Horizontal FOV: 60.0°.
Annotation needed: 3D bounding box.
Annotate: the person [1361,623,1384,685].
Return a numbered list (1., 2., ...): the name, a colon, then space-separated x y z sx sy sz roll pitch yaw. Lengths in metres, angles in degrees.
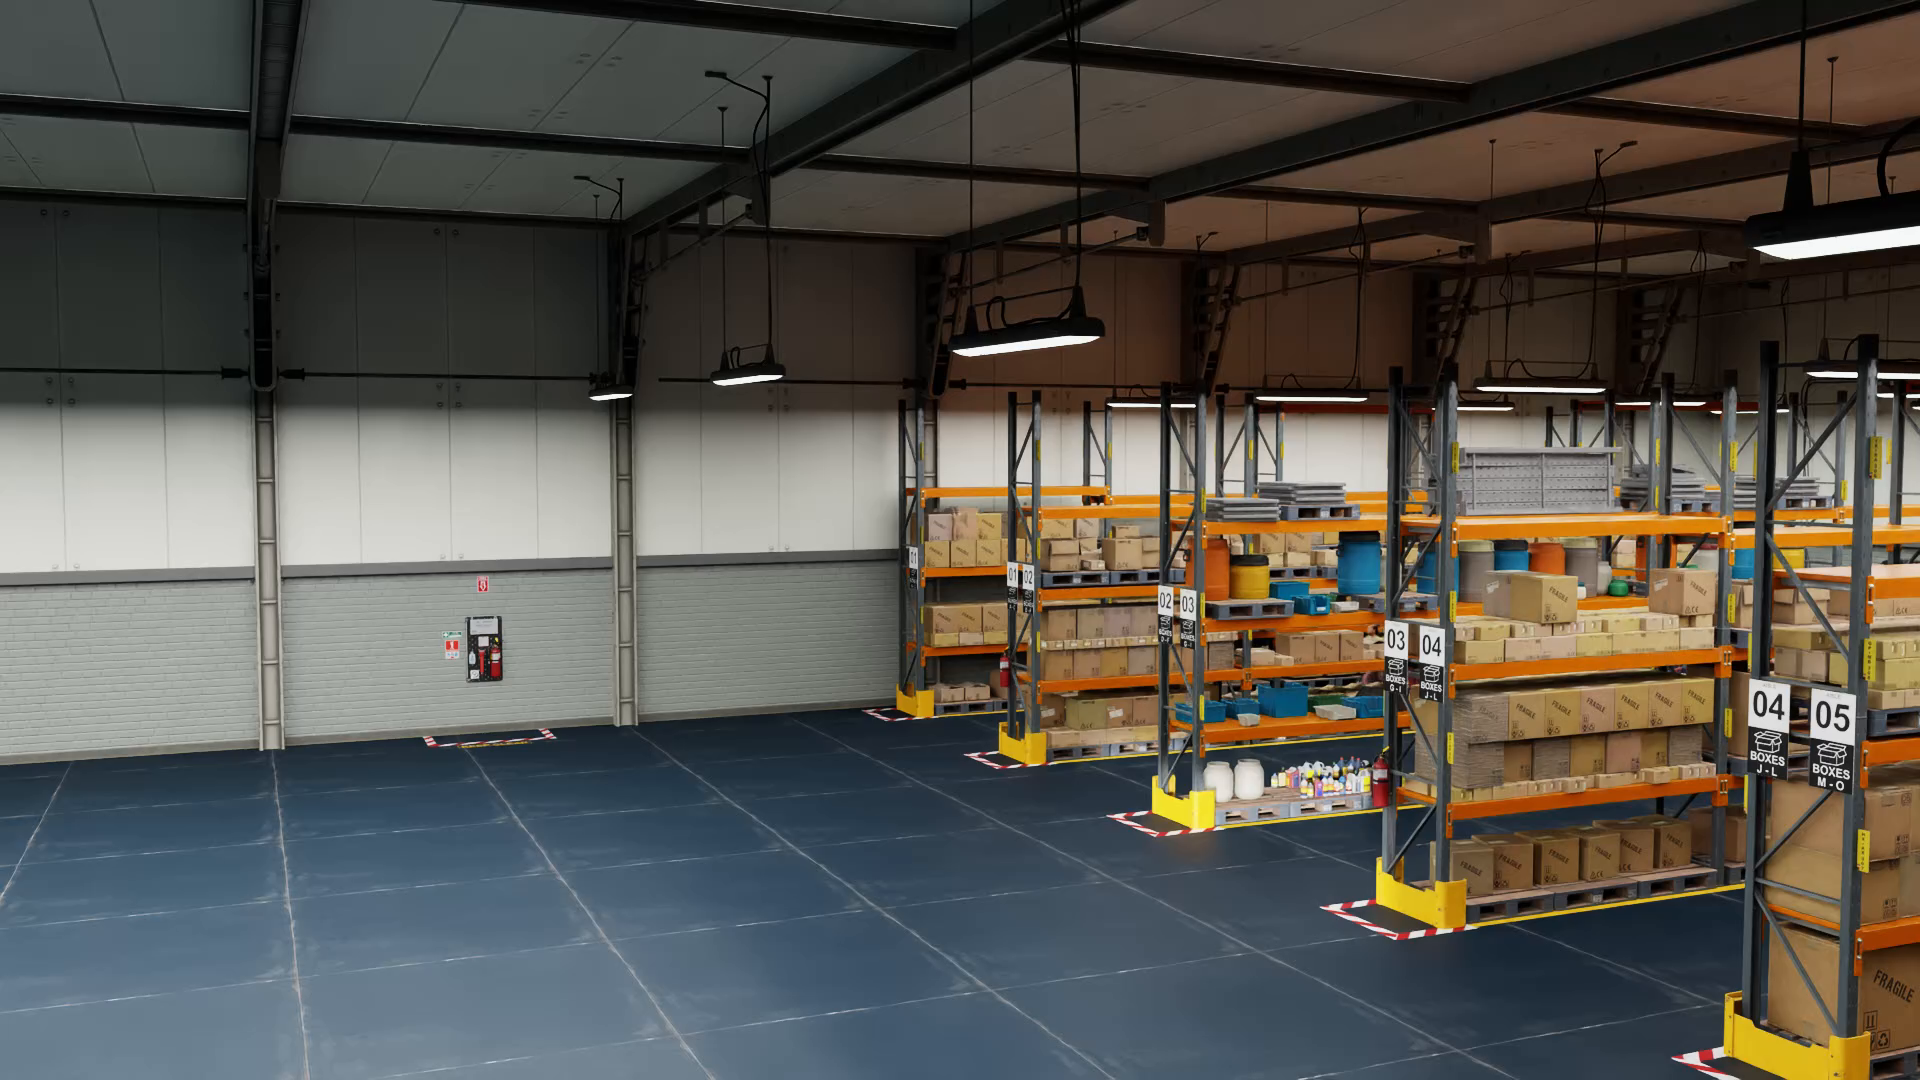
1. person: 8.111 2.422 32.854 1.082 1.612 0.497 -2 4 -26
